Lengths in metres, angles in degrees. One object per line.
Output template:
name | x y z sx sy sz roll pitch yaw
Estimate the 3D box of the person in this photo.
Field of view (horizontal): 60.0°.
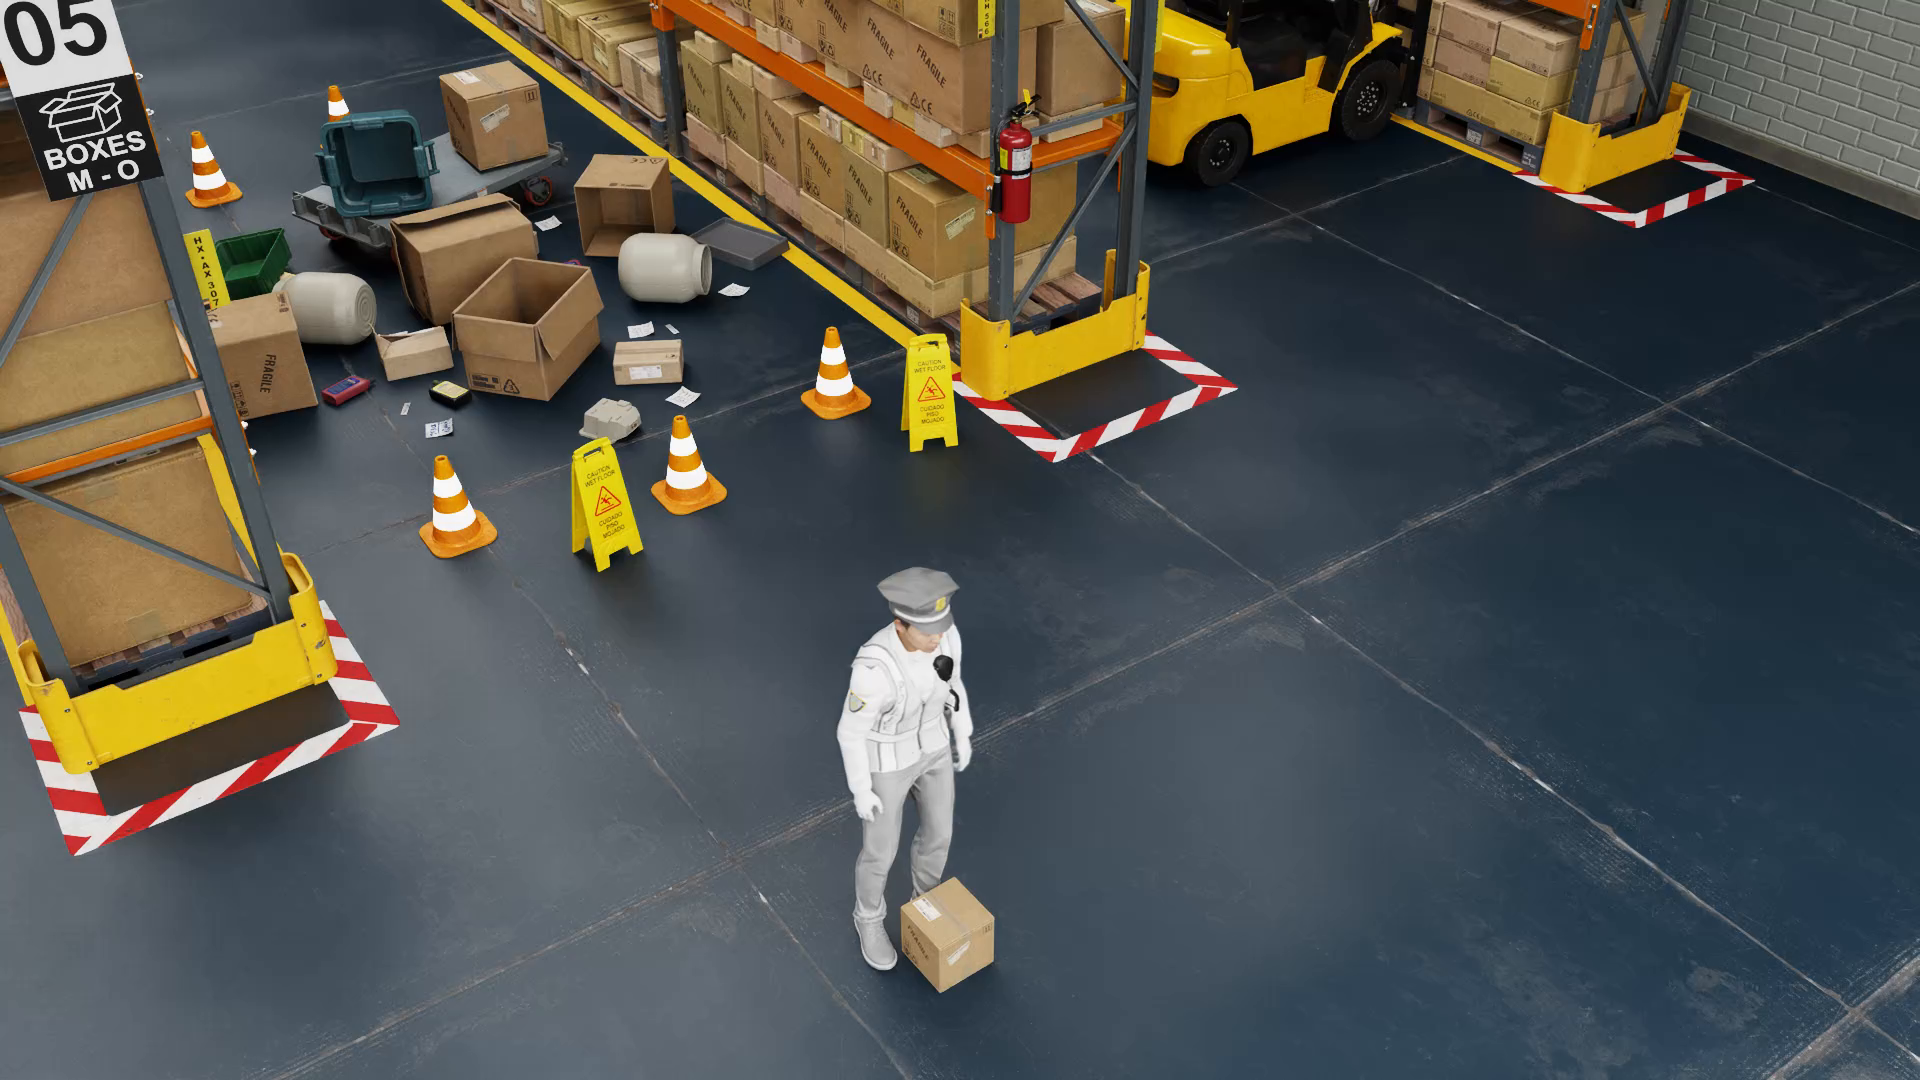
person | -0.172 0.794 5.924 0.547 1.667 0.409 -25 43 -30
